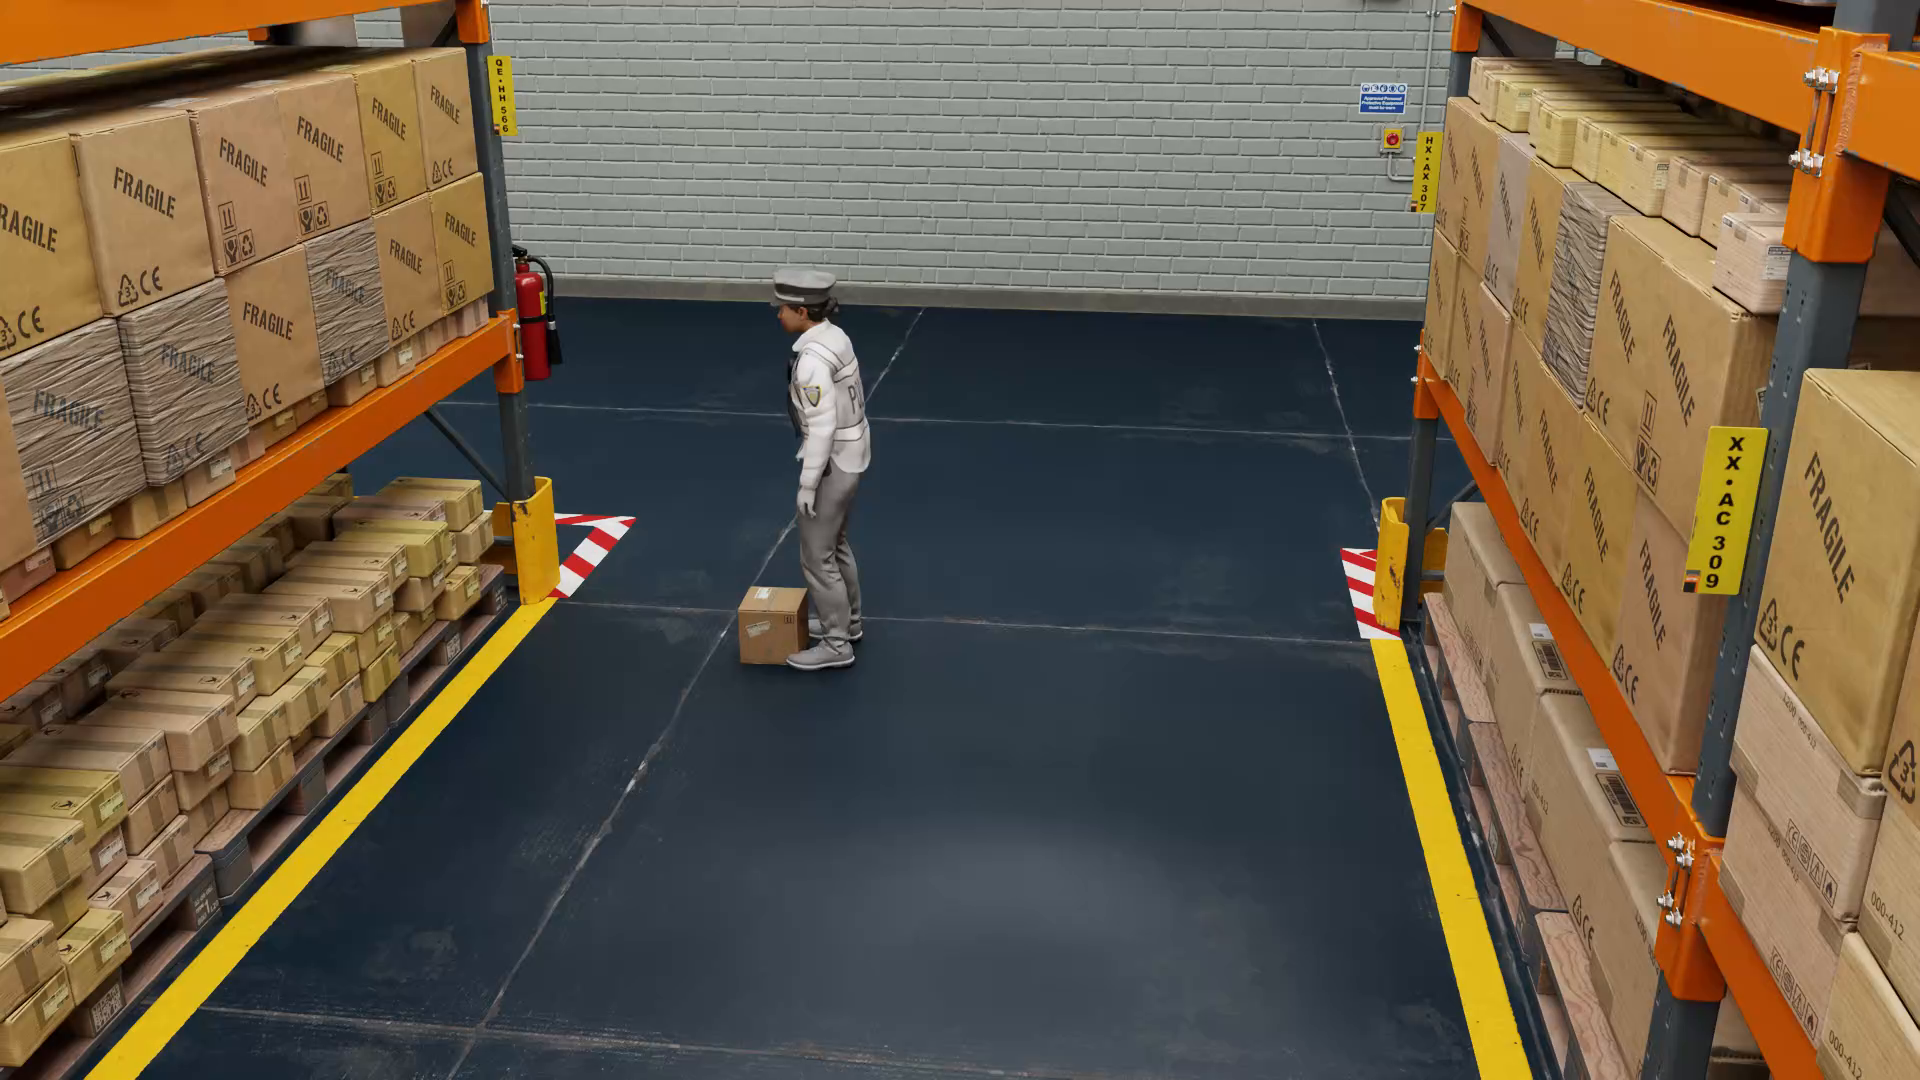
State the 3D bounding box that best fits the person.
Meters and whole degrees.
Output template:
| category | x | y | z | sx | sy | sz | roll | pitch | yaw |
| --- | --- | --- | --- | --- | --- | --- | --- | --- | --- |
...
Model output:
| category | x | y | z | sx | sy | sz | roll | pitch | yaw |
| --- | --- | --- | --- | --- | --- | --- | --- | --- | --- |
| person | -0.557 | -0.286 | 6.811 | 0.378 | 1.663 | 0.531 | 2 | 21 | 6 |
